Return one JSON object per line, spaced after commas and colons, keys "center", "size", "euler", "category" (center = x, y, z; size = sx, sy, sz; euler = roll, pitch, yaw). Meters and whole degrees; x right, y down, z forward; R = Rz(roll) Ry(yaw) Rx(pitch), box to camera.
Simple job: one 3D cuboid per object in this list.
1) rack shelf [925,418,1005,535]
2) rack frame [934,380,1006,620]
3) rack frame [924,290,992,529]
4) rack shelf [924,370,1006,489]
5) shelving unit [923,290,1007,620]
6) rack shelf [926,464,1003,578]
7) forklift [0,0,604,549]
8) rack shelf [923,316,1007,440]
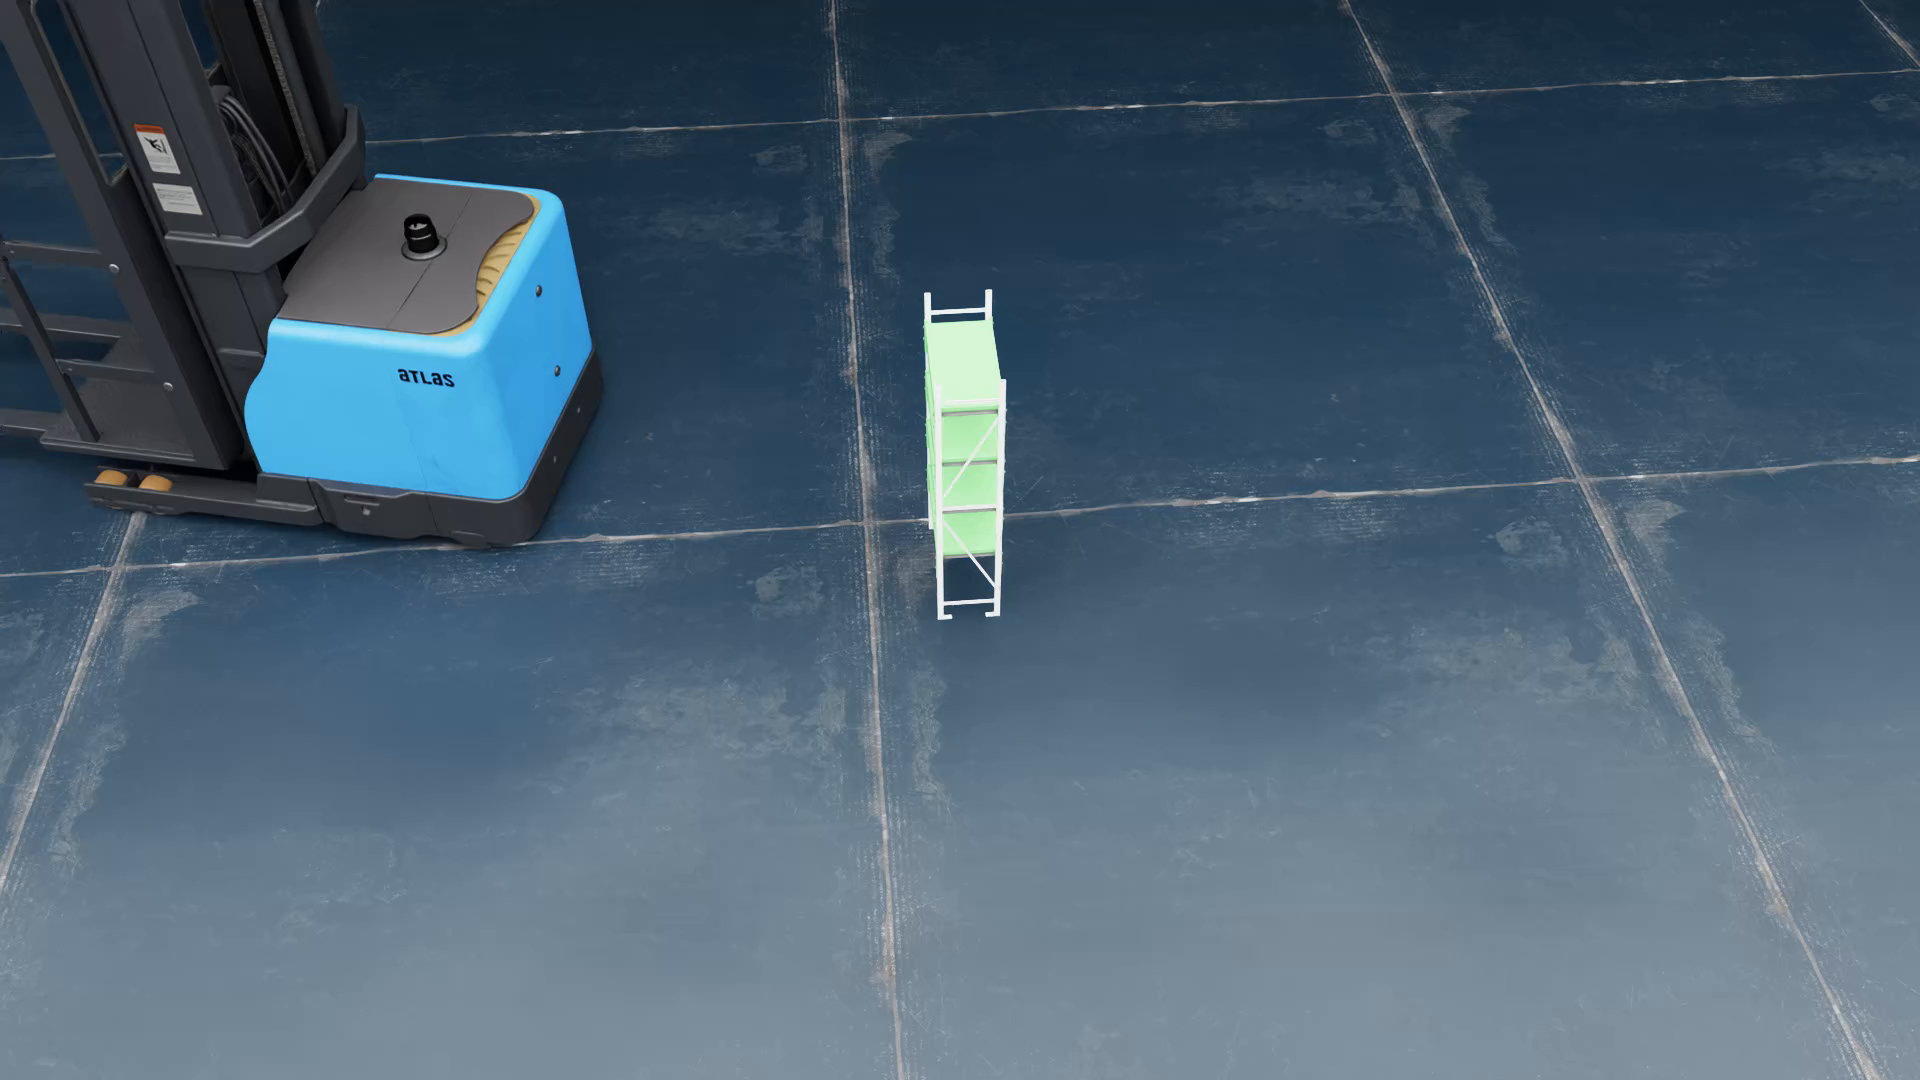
{"center": [0.014, -0.249, 6.247], "size": [0.258, 0.148, 0.480], "euler": [-3, 47, -3], "category": "rack shelf"}
{"center": [0.034, -0.116, 6.034], "size": [0.240, 1.200, 0.015], "euler": [-3, 47, -3], "category": "rack frame"}
{"center": [-0.007, -0.469, 6.368], "size": [0.240, 1.200, 0.015], "euler": [-3, 47, -3], "category": "rack frame"}
{"center": [0.014, -0.414, 6.073], "size": [0.258, 0.148, 0.480], "euler": [-3, 47, -3], "category": "rack shelf"}
{"center": [0.014, -0.293, 6.201], "size": [0.258, 1.200, 0.503], "euler": [-3, 47, -3], "category": "shelving unit"}
{"center": [0.014, -0.084, 6.422], "size": [0.258, 0.148, 0.480], "euler": [-3, 47, -3], "category": "rack shelf"}
{"center": [-3.121, -1.483, 6.136], "size": [3.031, 2.935, 1.130], "euler": [7, 47, 6], "category": "forklift"}
{"center": [0.014, -0.579, 5.899], "size": [0.258, 0.148, 0.480], "euler": [-3, 47, -3], "category": "rack shelf"}
